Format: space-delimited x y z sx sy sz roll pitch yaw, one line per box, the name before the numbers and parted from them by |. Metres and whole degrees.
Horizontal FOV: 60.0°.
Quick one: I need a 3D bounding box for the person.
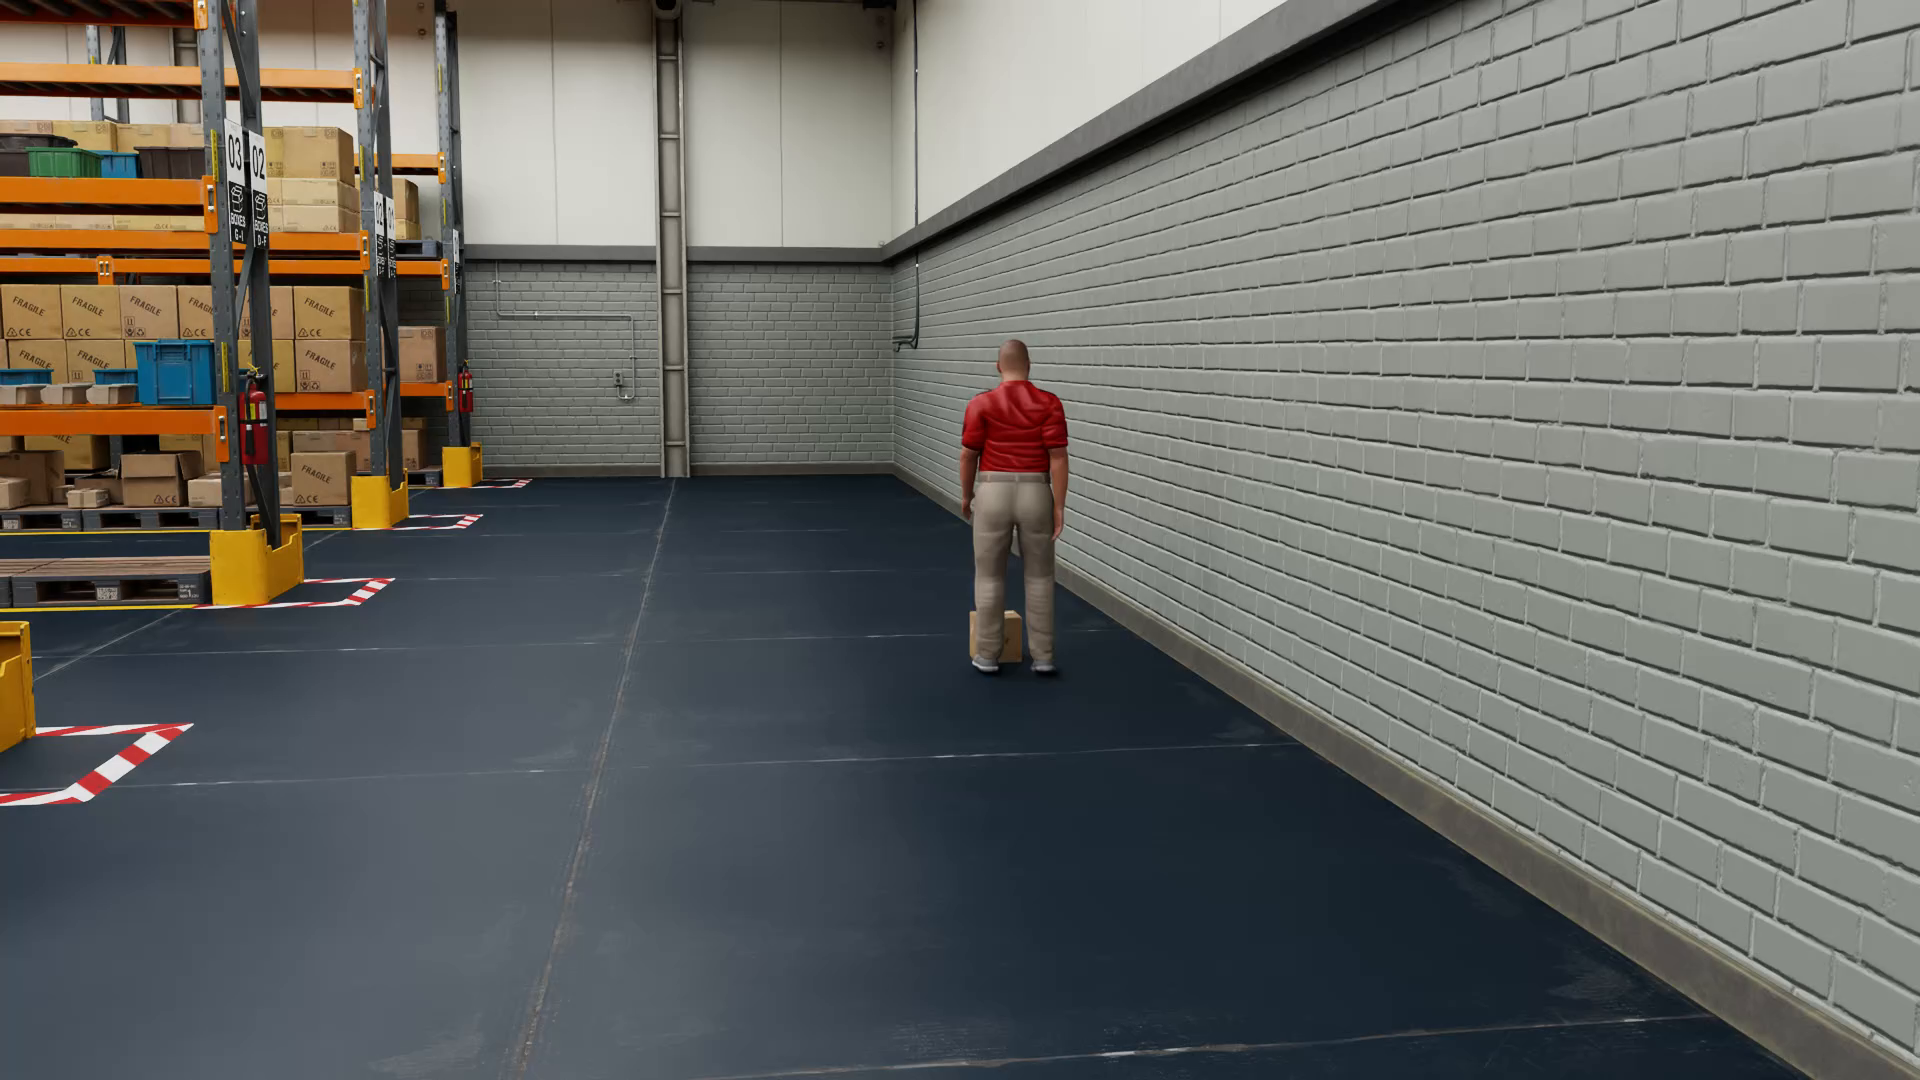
person | 0.270 -0.158 8.637 0.552 1.753 0.459 0 6 -4
